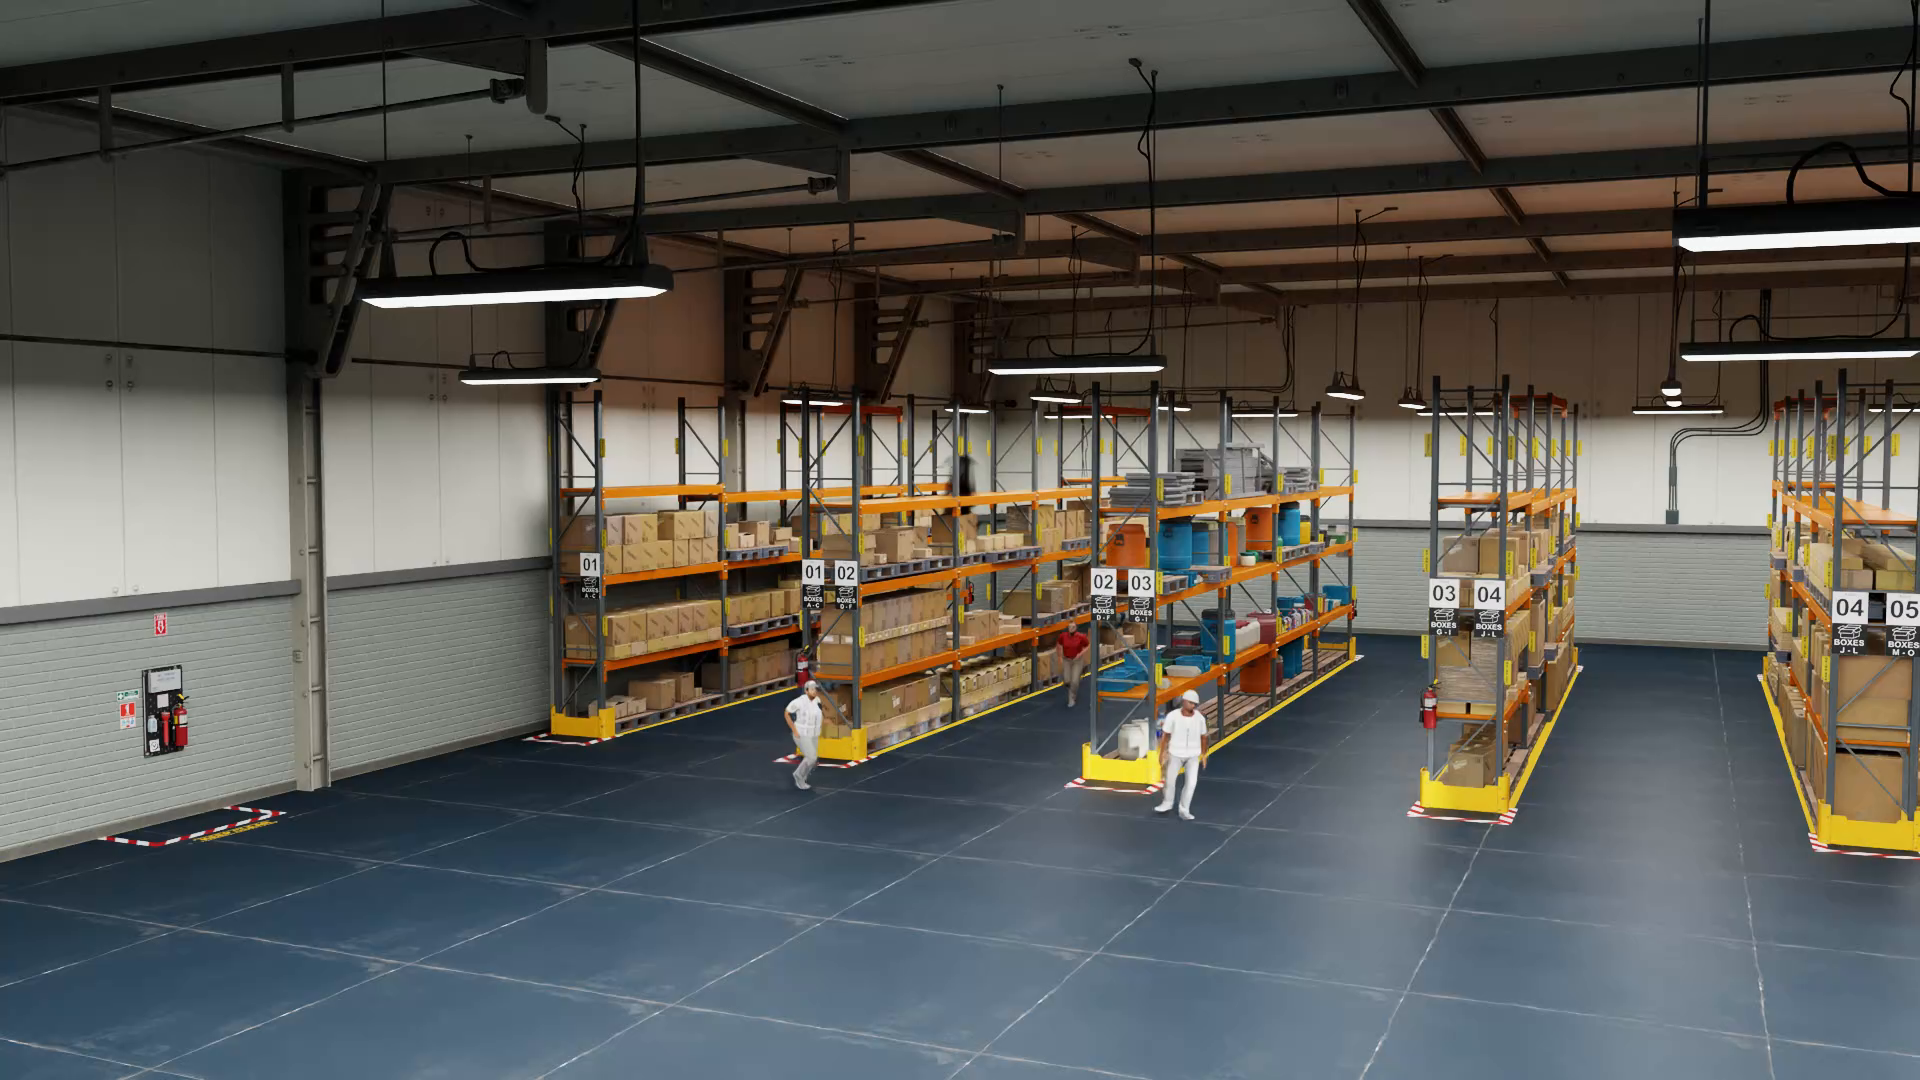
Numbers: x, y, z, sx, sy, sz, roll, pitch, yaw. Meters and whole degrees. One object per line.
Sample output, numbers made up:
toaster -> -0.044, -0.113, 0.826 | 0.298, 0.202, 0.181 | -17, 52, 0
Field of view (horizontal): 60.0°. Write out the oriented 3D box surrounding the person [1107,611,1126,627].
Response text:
person -> 4.214, 1.732, 44.528 | 0.536, 1.607, 0.832 | -2, 4, -26

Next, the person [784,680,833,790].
person -> -2.197, 2.853, 24.233 | 0.662, 1.621, 0.606 | 3, 4, 42

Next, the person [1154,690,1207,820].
person -> 2.980, 2.889, 22.472 | 0.683, 1.738, 0.502 | 0, 3, -4

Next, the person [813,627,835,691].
person -> -2.505, 2.412, 31.080 | 0.704, 1.744, 0.642 | 1, 3, 19

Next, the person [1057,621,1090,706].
person -> 2.199, 2.392, 32.327 | 0.636, 1.660, 0.717 | 0, 3, 5
